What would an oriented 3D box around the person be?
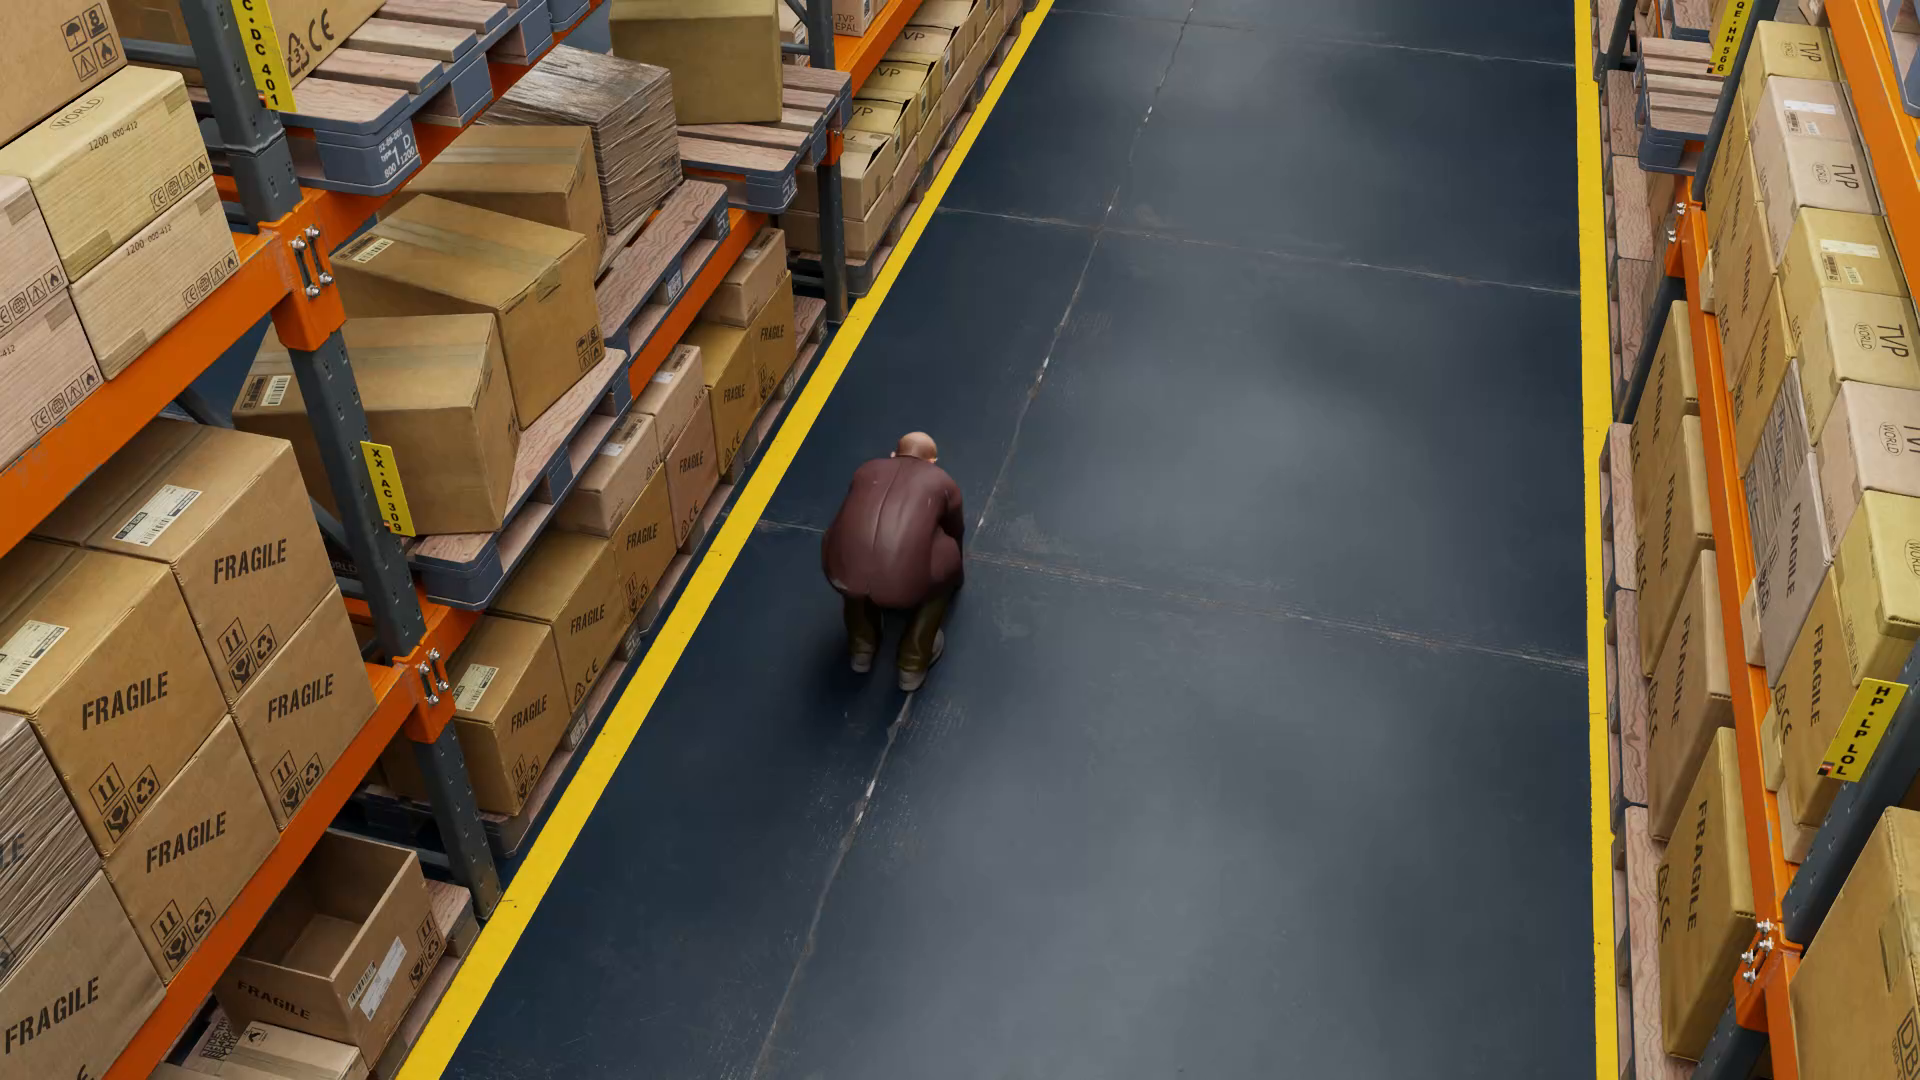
[{"bbox_3d":[-0.251,0.067,6.795,0.585,0.898,0.952,8,41,10],"label":"person"}]
